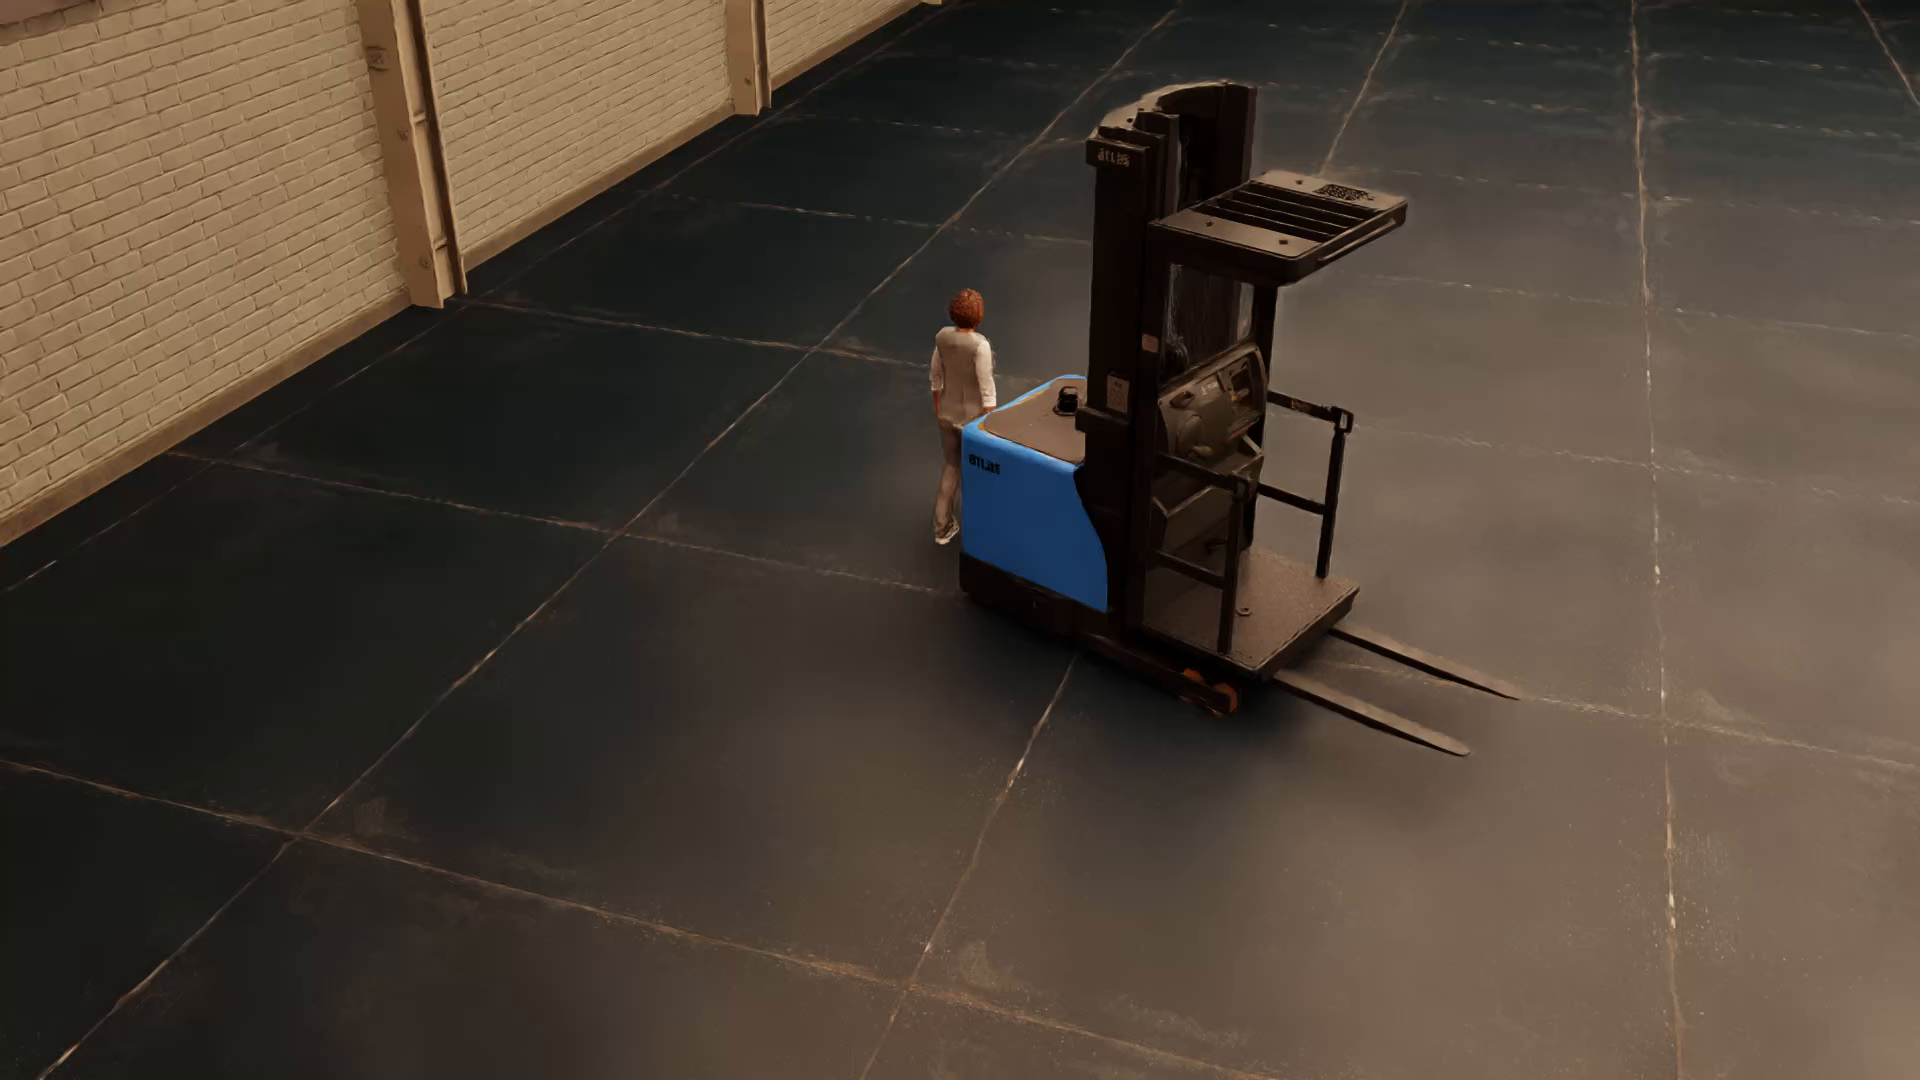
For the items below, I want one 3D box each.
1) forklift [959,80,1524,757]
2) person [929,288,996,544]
[{"bbox_3d":[1.445,-0.669,8.310,3.031,2.935,1.130,23,37,34],"label":"forklift"},{"bbox_3d":[0.016,-0.719,9.767,0.528,1.582,0.438,19,35,30],"label":"person"}]
